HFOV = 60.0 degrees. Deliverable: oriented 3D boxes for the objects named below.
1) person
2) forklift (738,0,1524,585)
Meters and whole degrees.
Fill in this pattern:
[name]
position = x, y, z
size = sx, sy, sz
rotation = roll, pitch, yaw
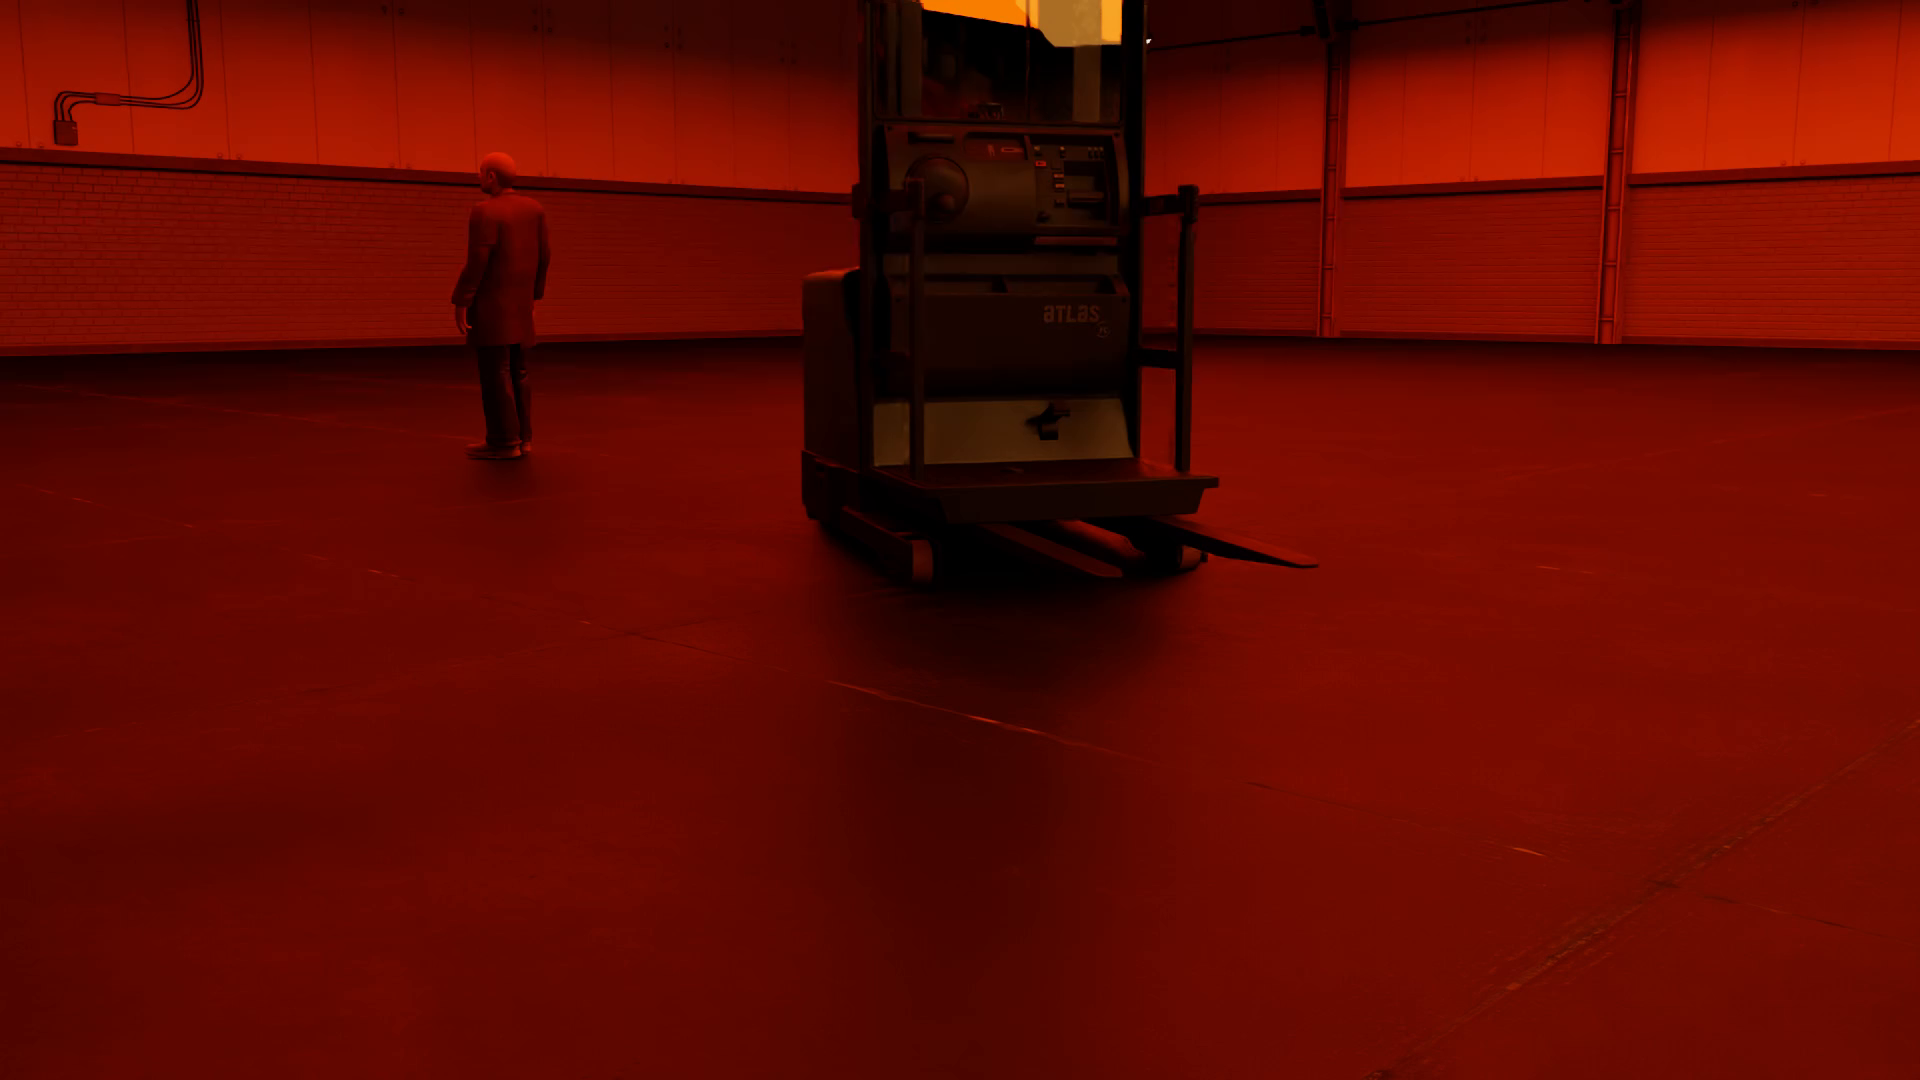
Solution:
[person]
position = -2.791, -1.379, 9.858
size = 0.579, 1.779, 0.698
rotation = 5, 10, 28
[forklift]
position = 0.517, -1.383, 6.061
size = 3.031, 2.935, 1.130
rotation = 8, 11, 42
